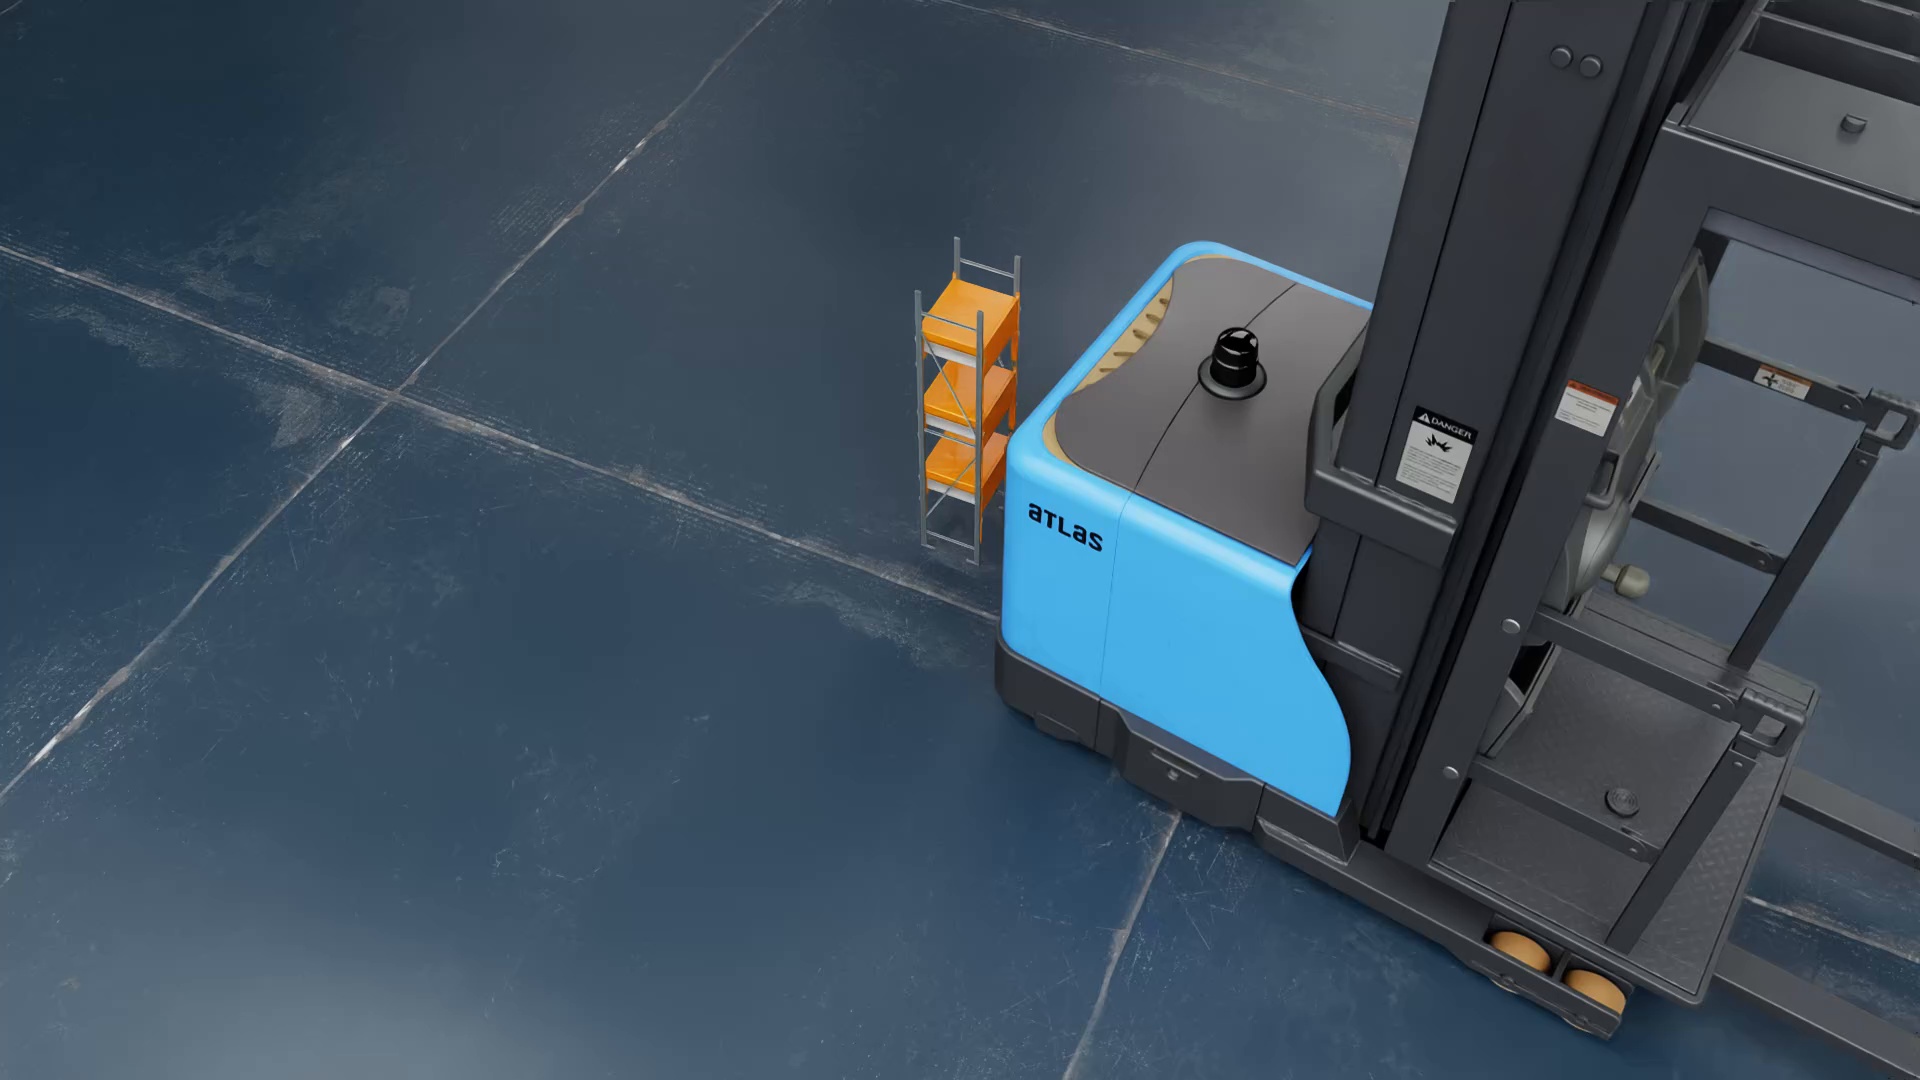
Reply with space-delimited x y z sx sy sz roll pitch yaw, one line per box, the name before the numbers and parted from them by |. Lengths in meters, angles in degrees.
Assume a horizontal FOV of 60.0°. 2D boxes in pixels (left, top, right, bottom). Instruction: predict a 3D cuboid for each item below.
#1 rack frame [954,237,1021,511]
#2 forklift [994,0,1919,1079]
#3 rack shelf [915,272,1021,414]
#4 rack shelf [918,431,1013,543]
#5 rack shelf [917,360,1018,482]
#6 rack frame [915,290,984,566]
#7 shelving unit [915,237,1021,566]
rack frame | 0.075 -0.461 4.953 0.200 1.050 0.008 20 52 16
forklift | 1.614 -0.178 3.477 3.031 2.935 1.130 26 55 21
rack shelf | 0.023 -0.554 4.673 0.215 0.259 0.240 20 52 16
rack shelf | 0.023 -0.190 5.101 0.215 0.259 0.240 20 52 16
rack shelf | 0.023 -0.370 4.890 0.215 0.259 0.240 20 52 16
rack frame | -0.029 -0.293 4.810 0.200 1.050 0.008 20 52 16
shelving unit | 0.023 -0.377 4.882 0.215 1.050 0.252 20 52 16
